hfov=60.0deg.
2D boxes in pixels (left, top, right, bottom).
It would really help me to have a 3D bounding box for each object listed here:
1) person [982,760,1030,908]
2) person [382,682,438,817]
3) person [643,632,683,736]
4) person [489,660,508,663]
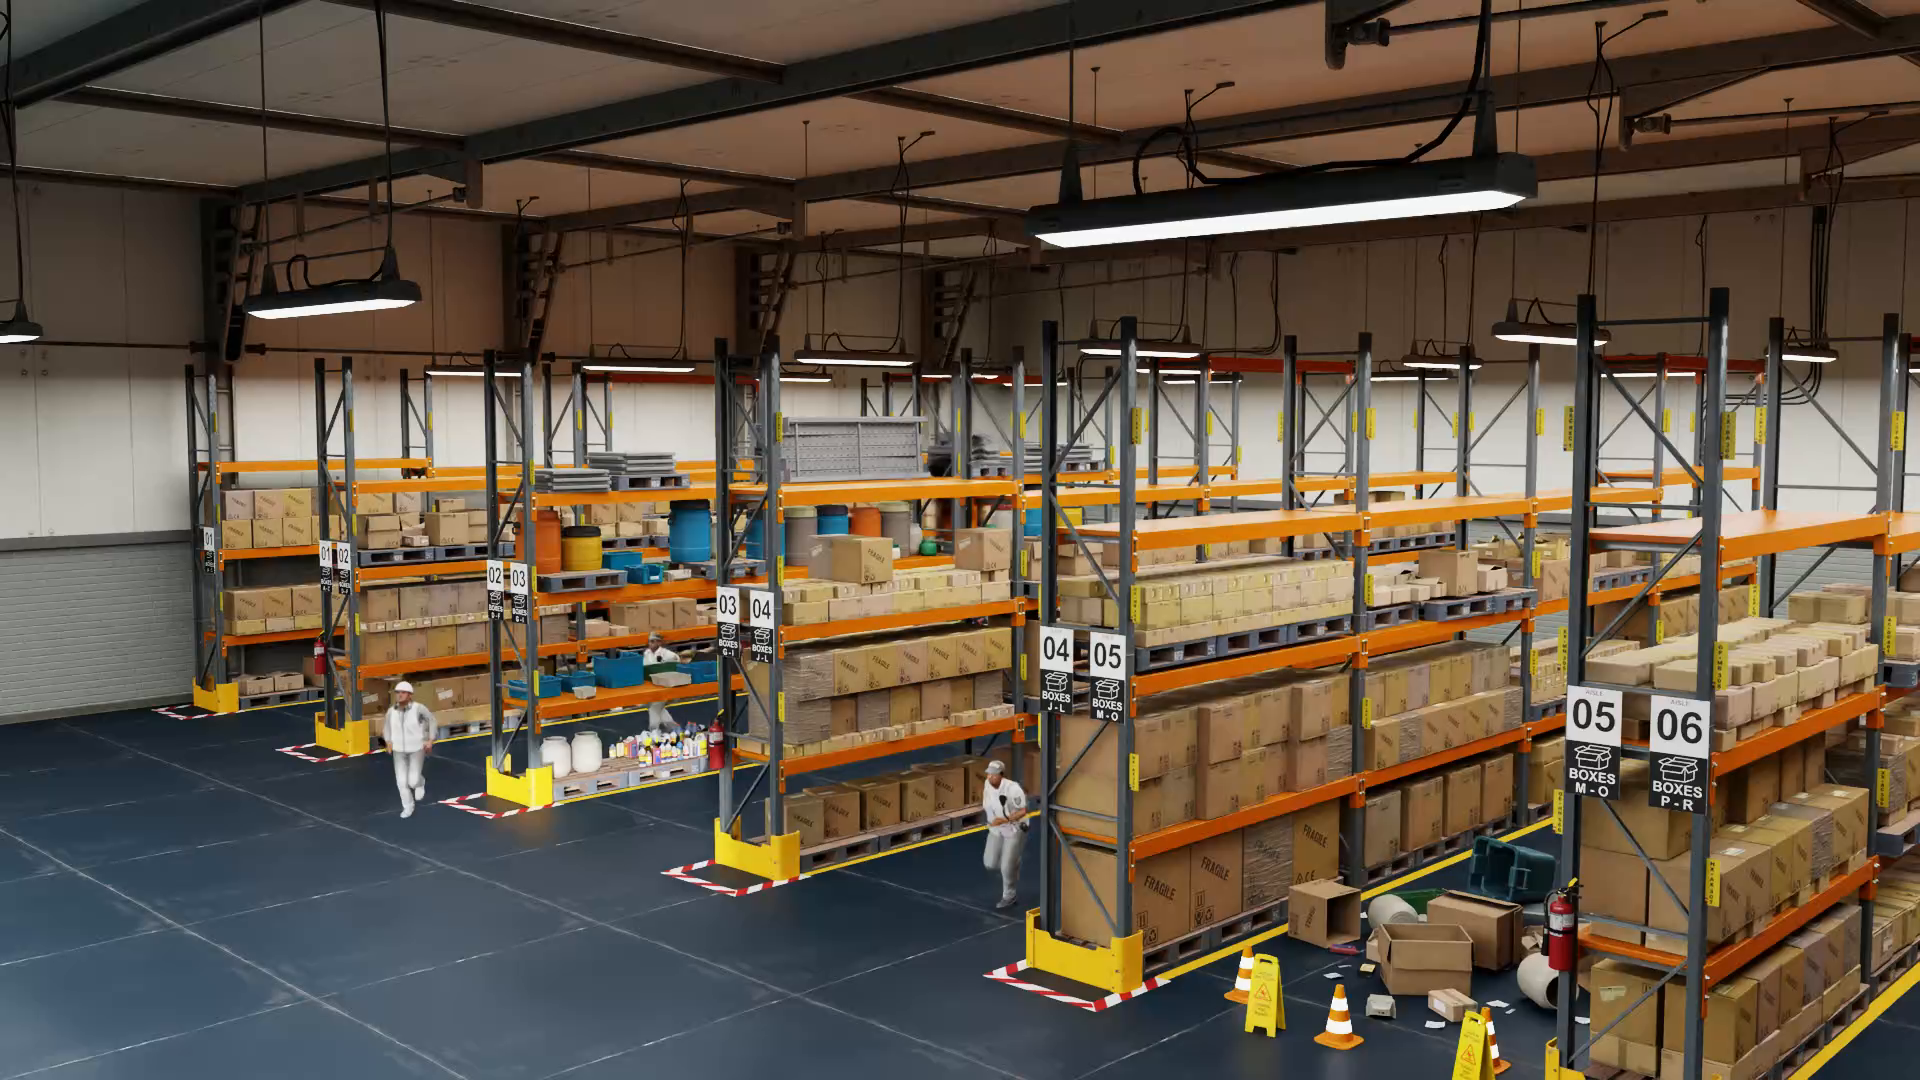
[{"bbox_3d":[0.466,3.064,17.362,0.595,1.592,0.696,3,5,33],"label":"person"},{"bbox_3d":[-7.068,2.676,21.350,0.685,1.741,0.648,0,4,0],"label":"person"},{"bbox_3d":[-4.657,2.302,25.642,0.642,1.817,0.879,3,5,35],"label":"person"},{"bbox_3d":[-8.167,2.038,29.420,0.668,1.855,0.861,3,6,38],"label":"person"}]
